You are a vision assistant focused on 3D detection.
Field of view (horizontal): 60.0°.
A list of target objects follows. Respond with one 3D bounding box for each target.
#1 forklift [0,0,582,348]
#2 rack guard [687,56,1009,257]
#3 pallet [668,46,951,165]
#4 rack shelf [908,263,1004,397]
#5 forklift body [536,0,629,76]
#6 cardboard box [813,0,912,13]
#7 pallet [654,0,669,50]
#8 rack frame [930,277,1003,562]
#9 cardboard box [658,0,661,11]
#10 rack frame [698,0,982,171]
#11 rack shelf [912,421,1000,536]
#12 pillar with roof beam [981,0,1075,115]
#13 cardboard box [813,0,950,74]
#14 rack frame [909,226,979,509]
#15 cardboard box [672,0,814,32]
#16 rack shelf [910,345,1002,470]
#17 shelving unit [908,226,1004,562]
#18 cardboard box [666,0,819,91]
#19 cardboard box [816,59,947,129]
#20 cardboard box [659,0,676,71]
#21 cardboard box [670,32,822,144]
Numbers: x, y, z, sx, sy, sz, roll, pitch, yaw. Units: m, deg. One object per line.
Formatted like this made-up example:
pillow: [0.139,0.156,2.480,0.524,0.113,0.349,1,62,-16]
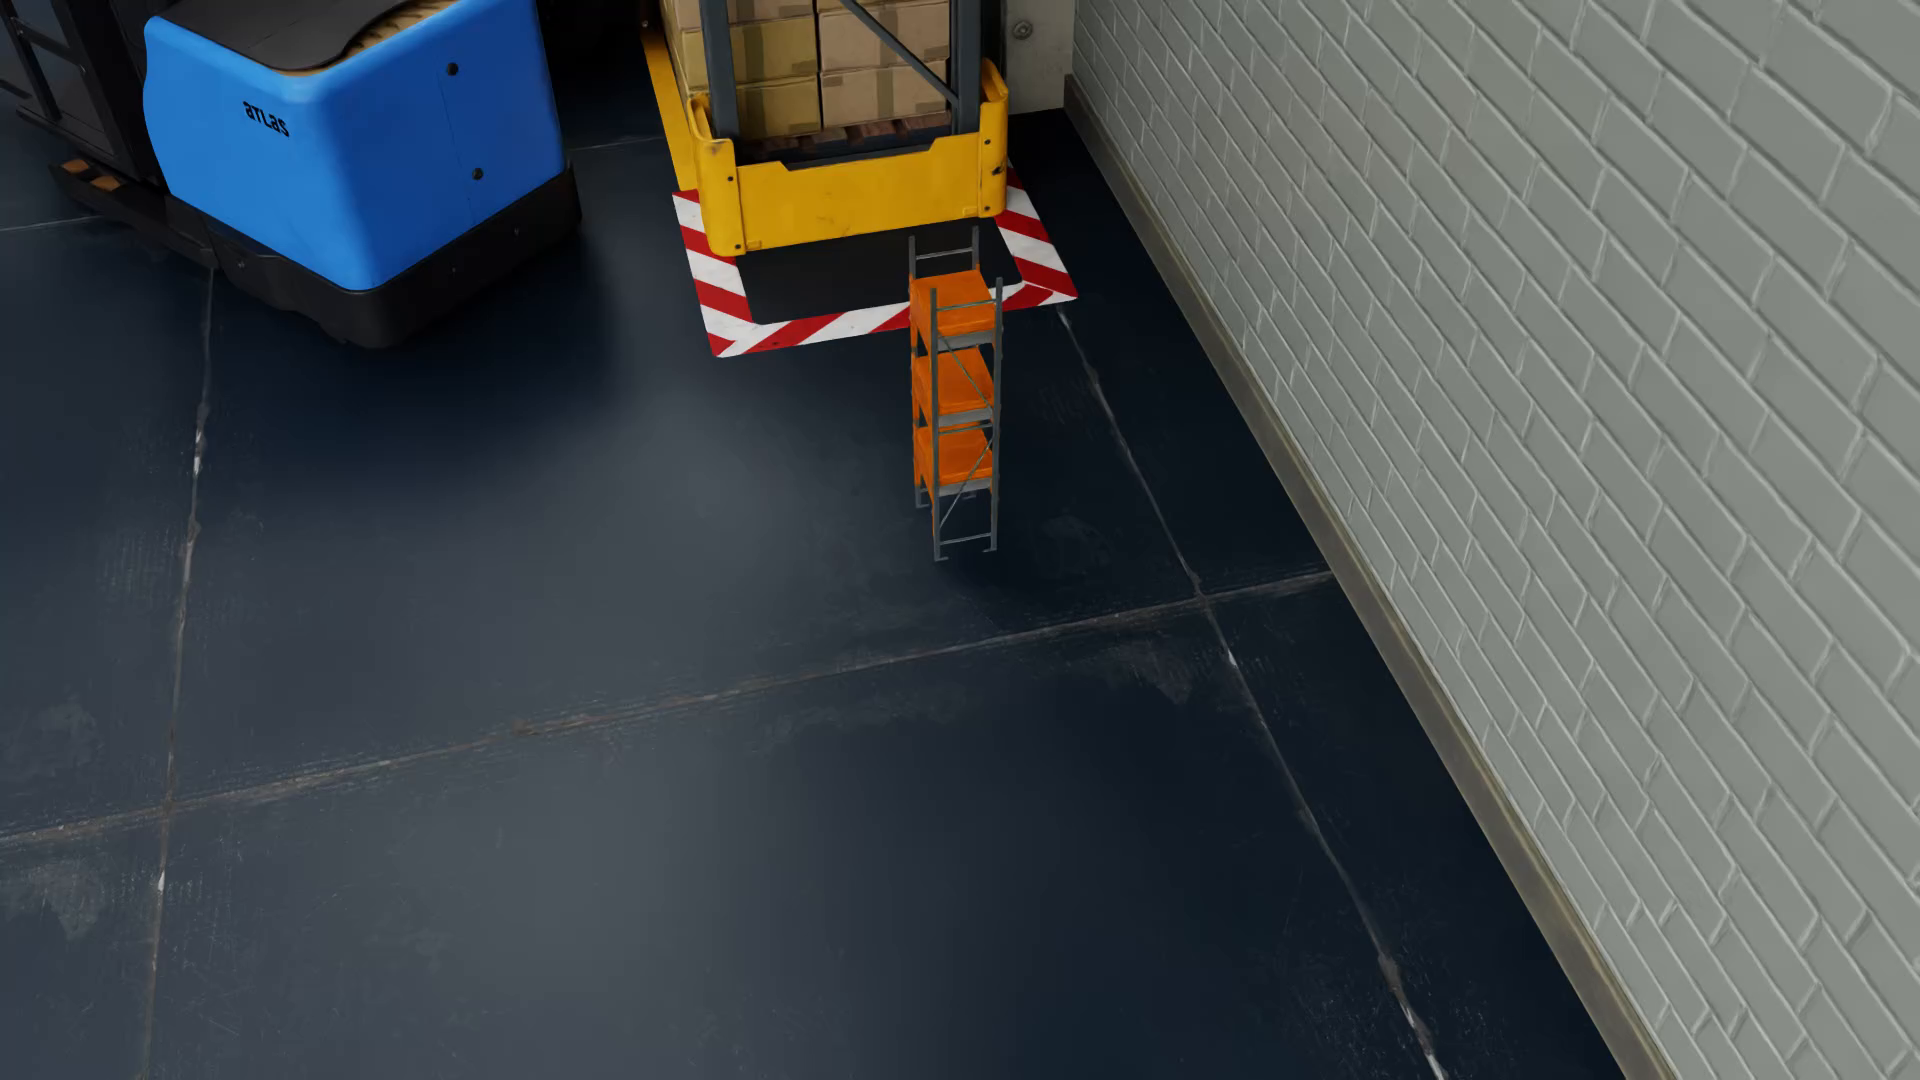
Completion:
forklift: [-2.935,-2.552,5.699,3.031,2.935,1.130,27,52,24]
rack guard: [-0.413,-1.464,6.335,1.175,0.500,0.348,-11,47,-10]
pallet: [-0.655,-1.900,6.964,1.003,0.211,1.213,-11,47,-10]
rack shelf: [-0.014,-0.596,4.716,0.215,0.259,0.240,-11,47,-10]
forklift body: [-2.668,-3.034,6.717,2.313,2.155,1.214,-11,47,-10]
cardboard box: [-0.359,-2.256,6.292,0.500,0.250,0.500,-11,47,-11]
pallet: [-0.964,-2.740,7.788,1.003,0.211,1.213,-11,47,-10]
rack frame: [0.018,-0.320,4.829,0.200,1.050,0.008,-11,47,-10]
cardboard box: [-1.082,-2.499,7.230,0.500,0.250,0.500,-10,46,-10]
rack frame: [-0.419,-2.355,5.458,1.000,3.000,0.127,-11,47,-10]
rack shelf: [-0.014,-0.202,5.117,0.215,0.259,0.240,-11,47,-10]
pillar with roof beam: [-3.888,-4.314,3.177,9.100,9.000,0.400,-11,47,-10]
cardboard box: [-0.339,-2.078,6.467,0.500,0.250,0.500,-10,46,-10]
rack frame: [-0.045,-0.489,4.994,0.200,1.050,0.008,-11,47,-10]
cardboard box: [-0.838,-2.151,6.189,0.500,0.250,0.500,-9,46,-9]
rack shelf: [-0.014,-0.397,4.919,0.215,0.259,0.240,-11,47,-10]
shelving unit: [-0.014,-0.404,4.911,0.215,1.050,0.252,-11,47,-10]
cardboard box: [-0.846,-1.994,6.385,0.500,0.250,0.500,-11,47,-11]
cardboard box: [-0.356,-1.915,6.658,0.500,0.250,0.500,-11,47,-10]
cardboard box: [-0.963,-2.152,6.890,0.500,0.250,0.500,-11,47,-10]
cardboard box: [-0.845,-1.807,6.551,0.500,0.250,0.500,-10,46,-10]
